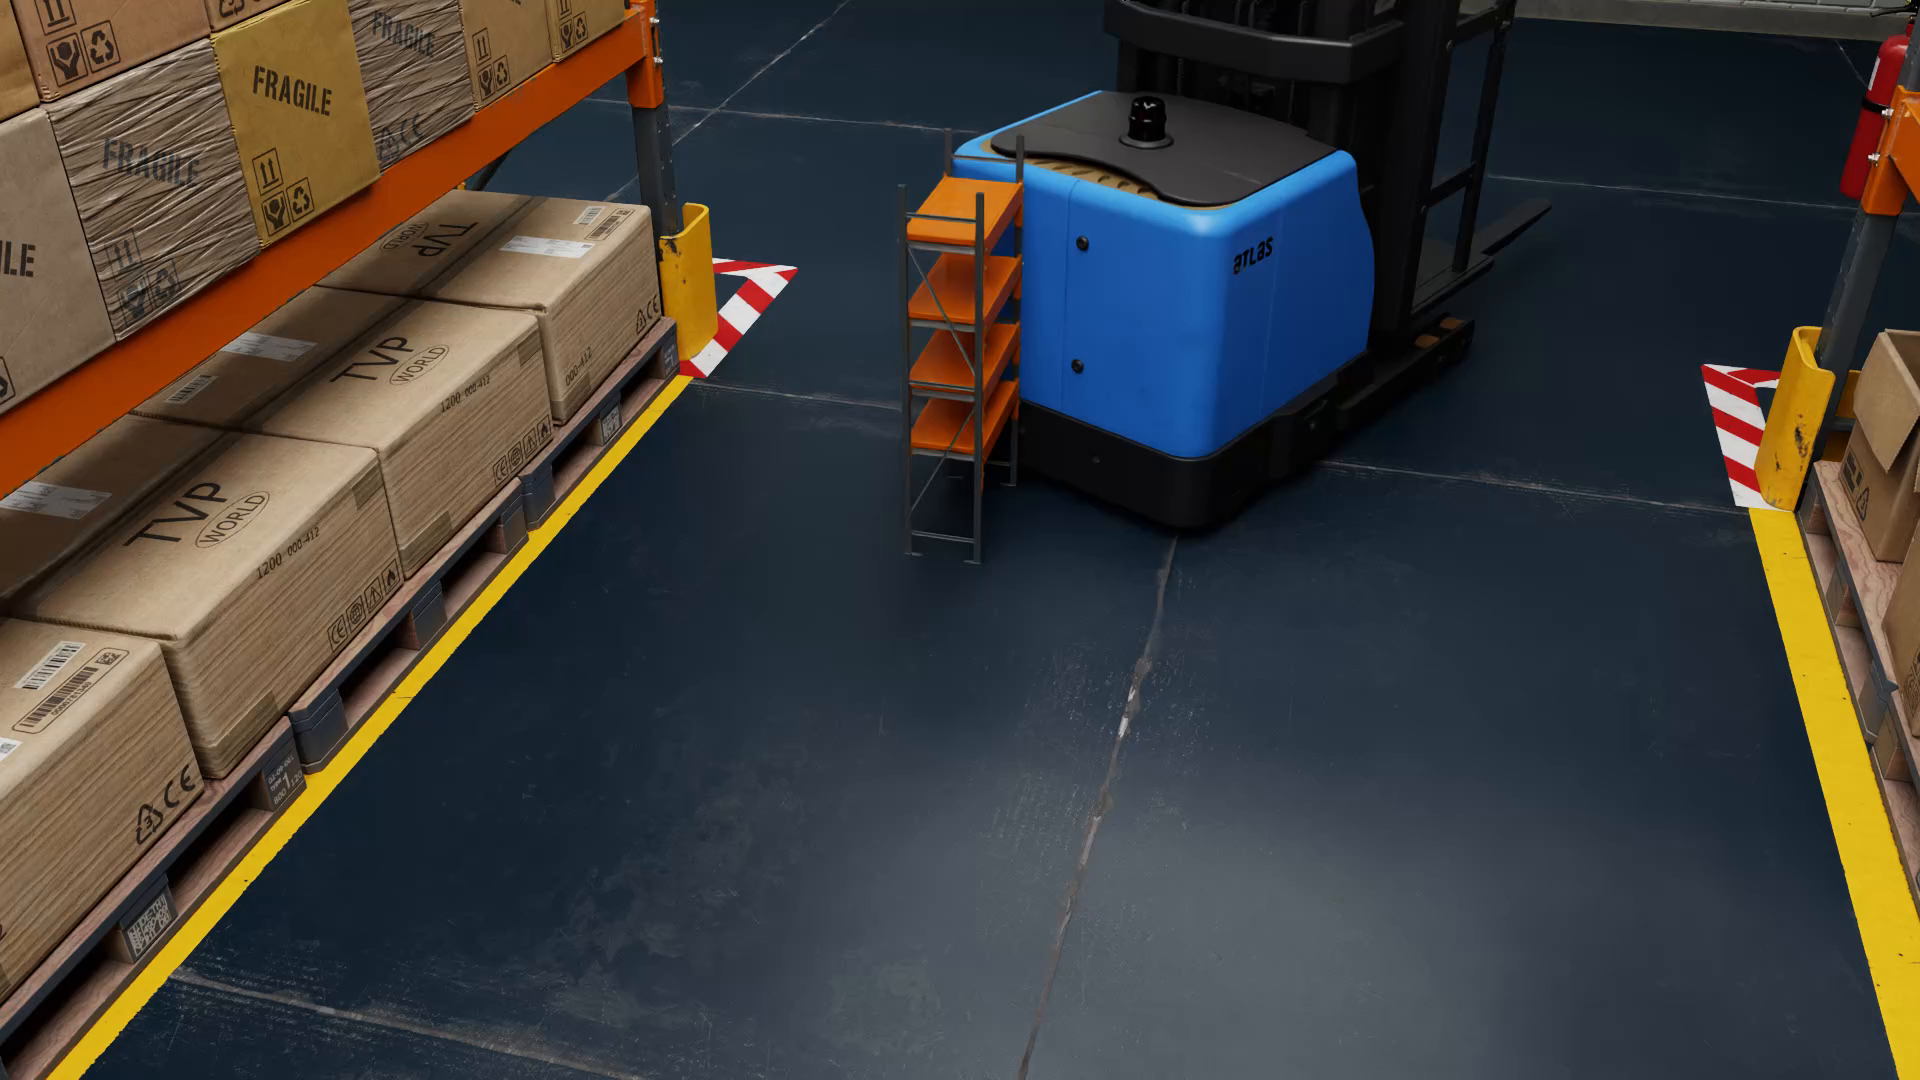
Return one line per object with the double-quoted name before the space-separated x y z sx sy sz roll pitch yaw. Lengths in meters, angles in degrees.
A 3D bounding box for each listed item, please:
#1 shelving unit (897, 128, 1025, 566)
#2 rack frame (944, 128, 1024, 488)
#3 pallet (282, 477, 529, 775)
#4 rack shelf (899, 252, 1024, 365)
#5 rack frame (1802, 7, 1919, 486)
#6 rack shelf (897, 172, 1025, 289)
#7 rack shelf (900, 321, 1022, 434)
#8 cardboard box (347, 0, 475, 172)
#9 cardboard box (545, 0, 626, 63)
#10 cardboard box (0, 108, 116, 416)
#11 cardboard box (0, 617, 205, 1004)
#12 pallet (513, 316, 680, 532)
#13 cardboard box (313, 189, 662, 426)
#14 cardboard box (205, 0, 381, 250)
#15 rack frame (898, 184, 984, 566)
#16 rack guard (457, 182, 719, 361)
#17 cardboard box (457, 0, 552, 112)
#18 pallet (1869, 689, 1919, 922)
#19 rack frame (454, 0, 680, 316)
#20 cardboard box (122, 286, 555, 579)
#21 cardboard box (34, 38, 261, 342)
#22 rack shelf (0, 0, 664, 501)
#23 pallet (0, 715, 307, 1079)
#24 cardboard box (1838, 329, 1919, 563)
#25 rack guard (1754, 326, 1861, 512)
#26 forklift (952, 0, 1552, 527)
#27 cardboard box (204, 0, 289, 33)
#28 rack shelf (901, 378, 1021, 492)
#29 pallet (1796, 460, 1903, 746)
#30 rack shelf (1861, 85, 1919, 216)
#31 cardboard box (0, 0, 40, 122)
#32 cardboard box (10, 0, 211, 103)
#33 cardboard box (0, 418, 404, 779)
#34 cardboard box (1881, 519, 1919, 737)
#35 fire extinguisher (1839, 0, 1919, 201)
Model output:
"shelving unit" 0.010 -0.572 5.032 0.258 1.200 0.503 8 33 12
"rack frame" 0.072 -0.699 5.231 0.240 1.200 0.015 8 33 12
"pallet" -1.990 0.141 4.831 1.003 0.211 1.213 8 33 12
"rack shelf" 0.010 -0.704 4.948 0.258 0.148 0.480 8 33 12
"rack frame" 3.251 -1.418 4.685 1.000 3.000 0.127 8 33 12
"rack shelf" 0.010 -0.904 4.821 0.258 0.148 0.480 8 33 12
"rack shelf" 0.010 -0.515 5.068 0.258 0.148 0.480 8 33 12
"cardboard box" -1.681 -1.321 4.439 0.500 0.500 0.500 9 34 14
"cardboard box" -1.418 -1.848 5.268 0.500 0.500 0.500 8 33 13
"cardboard box" -2.062 -0.527 3.190 0.500 0.500 0.500 8 33 13
"cardboard box" -2.303 0.576 3.544 0.875 0.438 0.875 8 33 12
"pallet" -1.679 -0.490 5.824 1.003 0.211 1.213 8 33 12
"cardboard box" -1.622 -0.832 5.760 0.875 0.438 0.875 7 33 11
"cardboard box" -1.799 -1.052 4.015 0.500 0.500 0.500 9 34 14
"rack frame" -0.052 -0.446 4.833 0.240 1.200 0.015 8 33 12
"rack guard" -1.545 -1.050 6.435 1.175 0.500 0.348 8 33 12
"cardboard box" -1.560 -1.590 4.861 0.500 0.500 0.500 7 33 11
"pallet" 2.719 0.843 3.728 1.003 0.211 1.213 8 33 12
"rack frame" -1.551 -2.092 5.745 1.000 3.000 0.127 8 33 12
"cardboard box" -1.846 -0.356 5.011 0.875 0.438 0.875 9 34 14
"cardboard box" -1.930 -0.784 3.595 0.500 0.500 0.500 8 33 13
"rack shelf" -2.059 -0.751 4.306 1.077 0.370 4.000 8 33 12
"pallet" -2.298 0.776 3.832 1.003 0.211 1.213 8 33 12
"cardboard box" 3.004 -0.238 4.763 0.797 0.503 0.637 7 33 10
"rack guard" 3.232 -0.324 5.294 1.175 0.500 0.348 8 33 12
"forklift" 1.298 -1.992 5.652 1.130 2.935 3.031 25 40 33
"cardboard box" -1.806 -1.482 3.760 0.500 0.500 0.500 8 33 12
"rack shelf" 0.010 -0.348 5.174 0.258 0.148 0.480 8 33 12
"pallet" 3.030 0.212 4.720 1.003 0.211 1.213 8 33 12
"rack shelf" 2.743 -0.077 3.246 1.077 0.370 4.000 8 33 12
"cardboard box" -2.077 -0.956 2.933 0.500 0.500 0.500 8 33 12
"cardboard box" -1.936 -1.220 3.348 0.500 0.500 0.500 9 33 13
"cardboard box" -2.077 0.112 4.275 0.875 0.438 0.875 7 33 11
"cardboard box" 2.749 0.202 4.075 0.700 0.500 0.500 9 34 14
"fire extinguisher" 2.841 -1.368 5.025 0.296 0.674 0.183 8 33 12
